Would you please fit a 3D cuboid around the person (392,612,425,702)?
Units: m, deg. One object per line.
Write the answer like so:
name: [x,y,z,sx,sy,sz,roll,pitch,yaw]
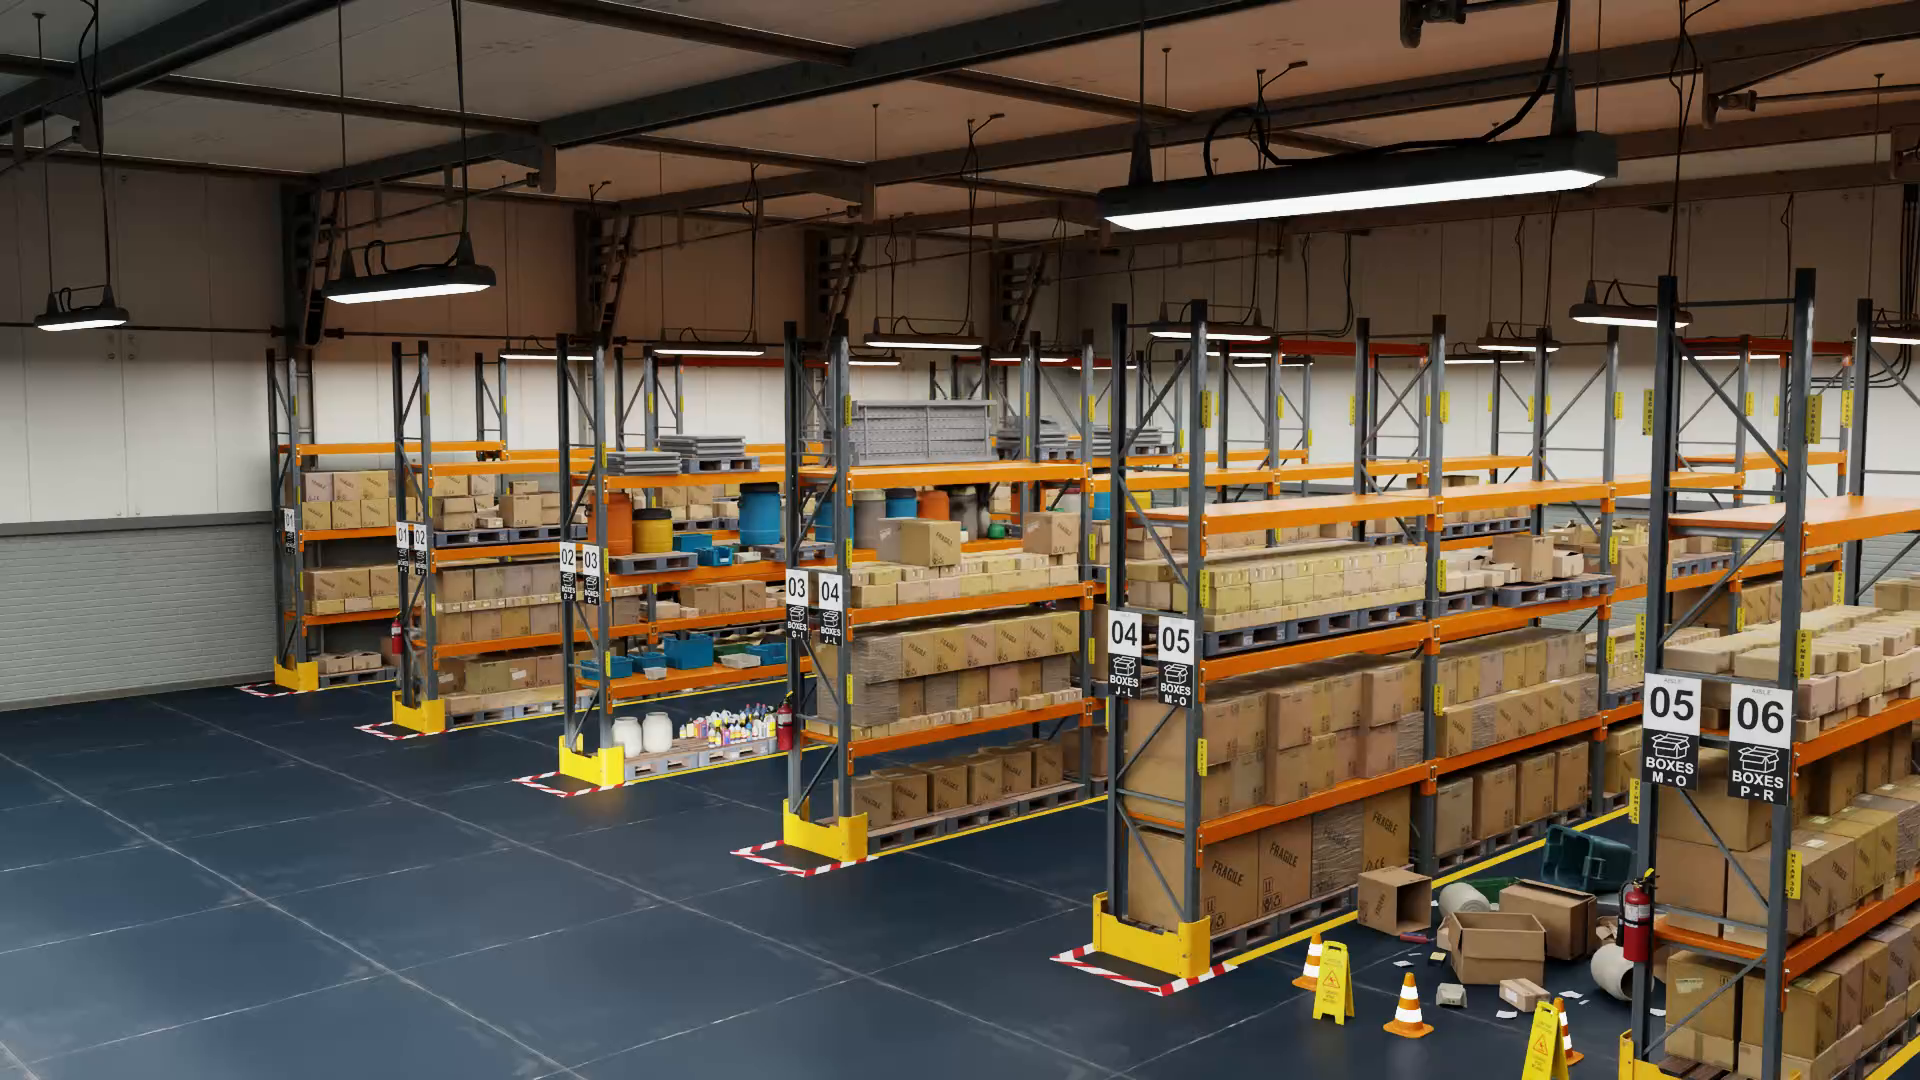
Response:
person: [-8.993,1.987,27.324,0.557,1.626,0.636,3,6,30]
